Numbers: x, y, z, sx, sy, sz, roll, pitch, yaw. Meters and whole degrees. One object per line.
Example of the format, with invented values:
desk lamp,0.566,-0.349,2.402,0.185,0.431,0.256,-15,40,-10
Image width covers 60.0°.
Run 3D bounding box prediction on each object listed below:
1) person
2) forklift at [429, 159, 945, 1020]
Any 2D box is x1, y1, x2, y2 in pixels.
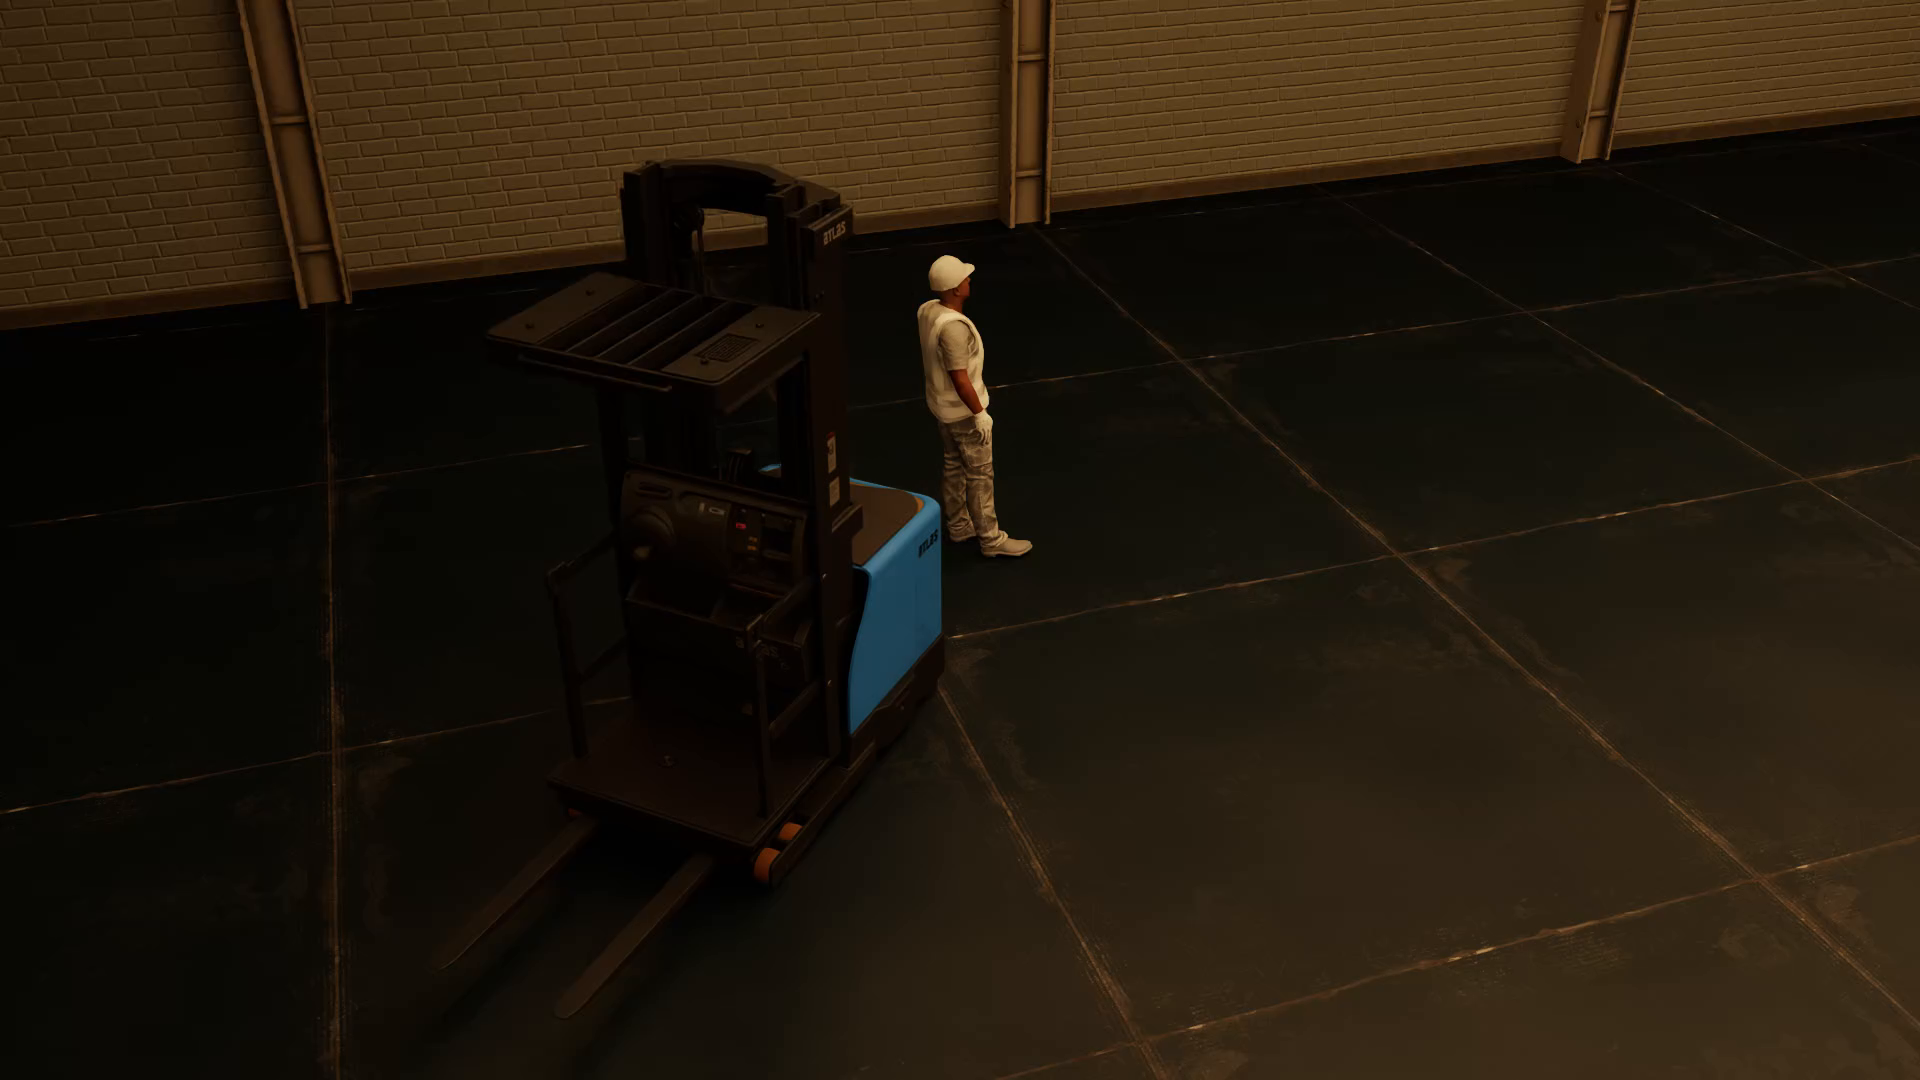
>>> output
person,0.071,-0.787,9.592,0.575,1.784,0.656,-10,31,-16
forklift,-1.169,0.011,7.068,1.130,2.935,3.031,13,33,22
